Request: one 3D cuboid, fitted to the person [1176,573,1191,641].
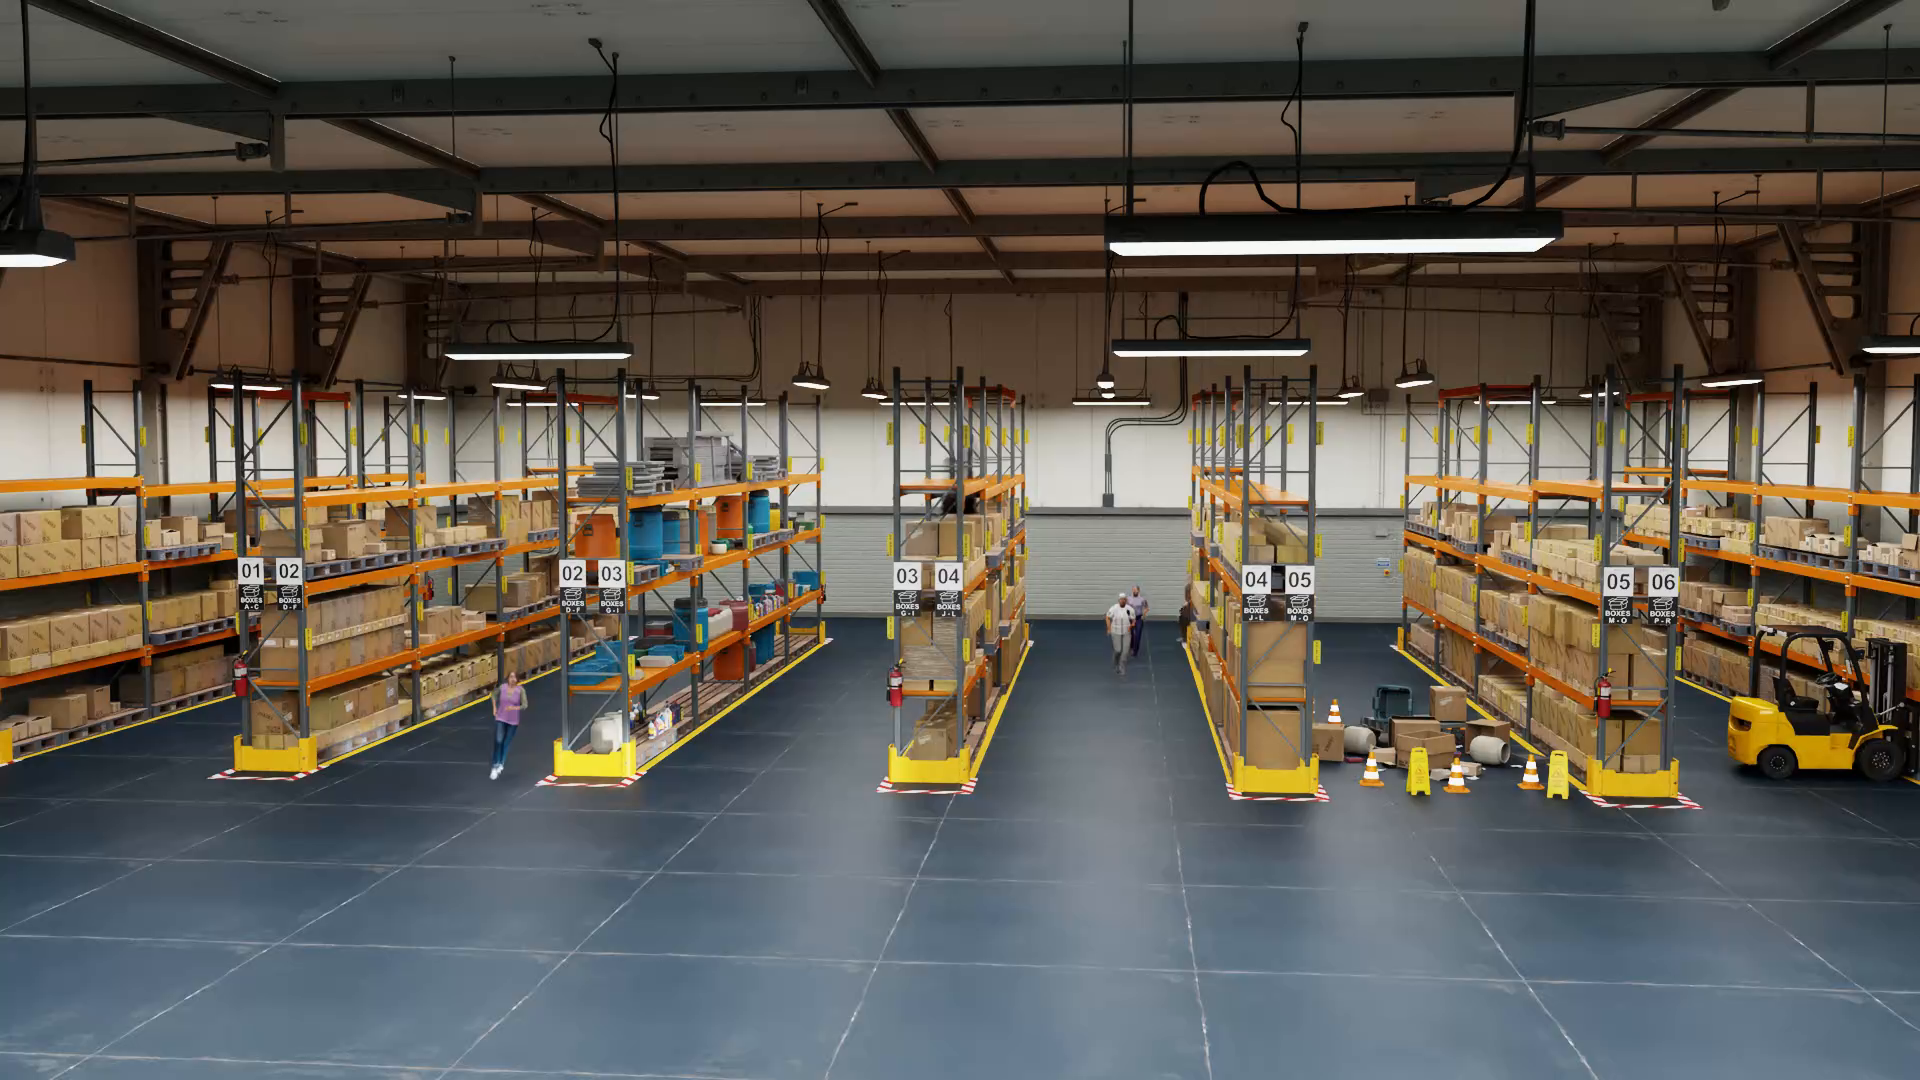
[{"bbox_3d":[5.670,1.640,40.518,0.753,1.725,0.753,0,4,-2],"label":"person"}]

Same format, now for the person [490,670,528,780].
[{"bbox_3d":[-6.662,2.707,24.535,0.553,1.623,0.658,-1,4,-15],"label":"person"}]

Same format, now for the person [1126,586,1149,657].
[{"bbox_3d":[4.025,1.847,38.114,0.610,1.615,0.611,1,4,11],"label":"person"}]

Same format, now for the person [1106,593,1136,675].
[{"bbox_3d":[3.195,1.861,32.883,0.592,1.631,0.581,0,4,-1],"label":"person"}]
